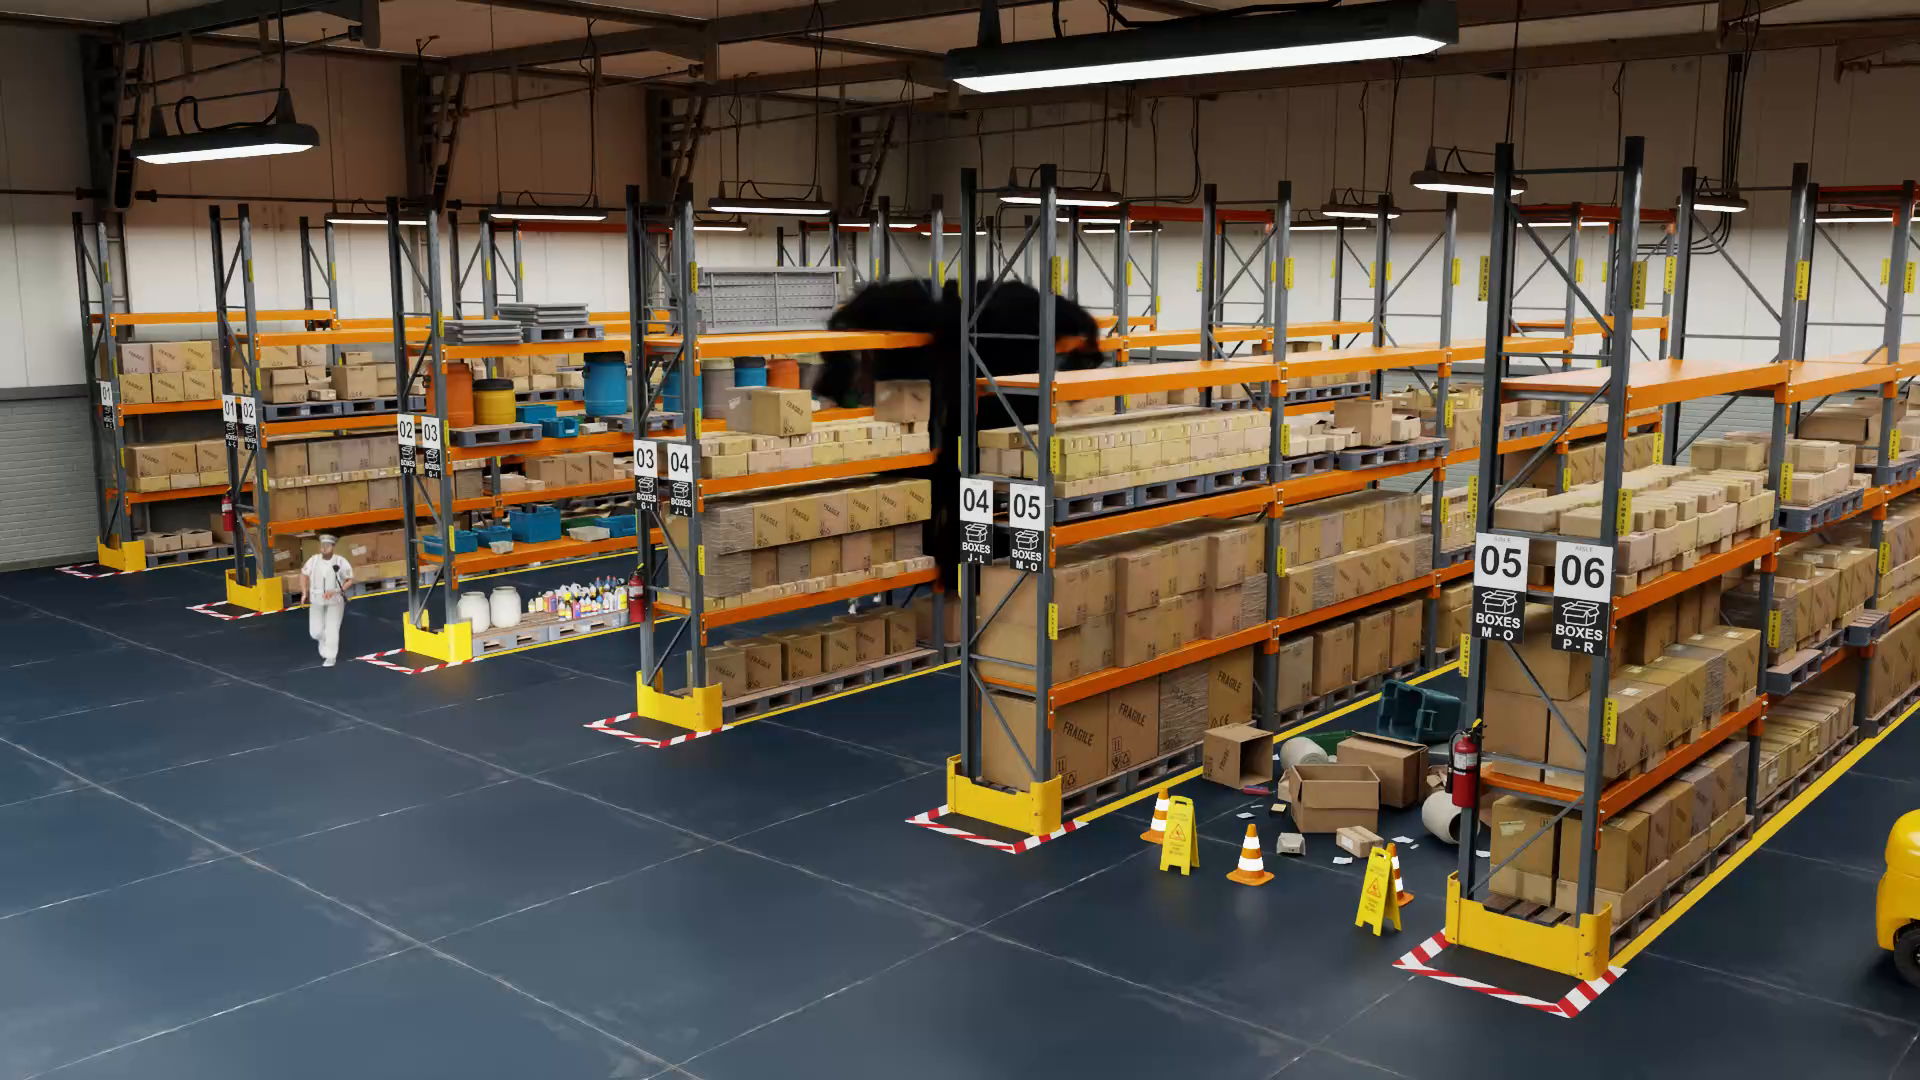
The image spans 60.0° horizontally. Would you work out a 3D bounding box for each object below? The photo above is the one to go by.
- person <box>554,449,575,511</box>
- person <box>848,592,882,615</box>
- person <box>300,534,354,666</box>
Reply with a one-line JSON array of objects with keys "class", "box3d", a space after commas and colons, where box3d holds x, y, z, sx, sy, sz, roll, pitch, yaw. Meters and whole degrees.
[{"class": "person", "box3d": [-7.643, -0.997, 32.381, 0.562, 1.609, 0.589, 6, 11, 31]}, {"class": "person", "box3d": [-1.437, 0.224, 24.924, 0.566, 1.672, 0.951, 5, 11, 26]}, {"class": "person", "box3d": [-8.163, 0.768, 21.453, 0.675, 1.718, 0.555, -2, 10, -13]}]
